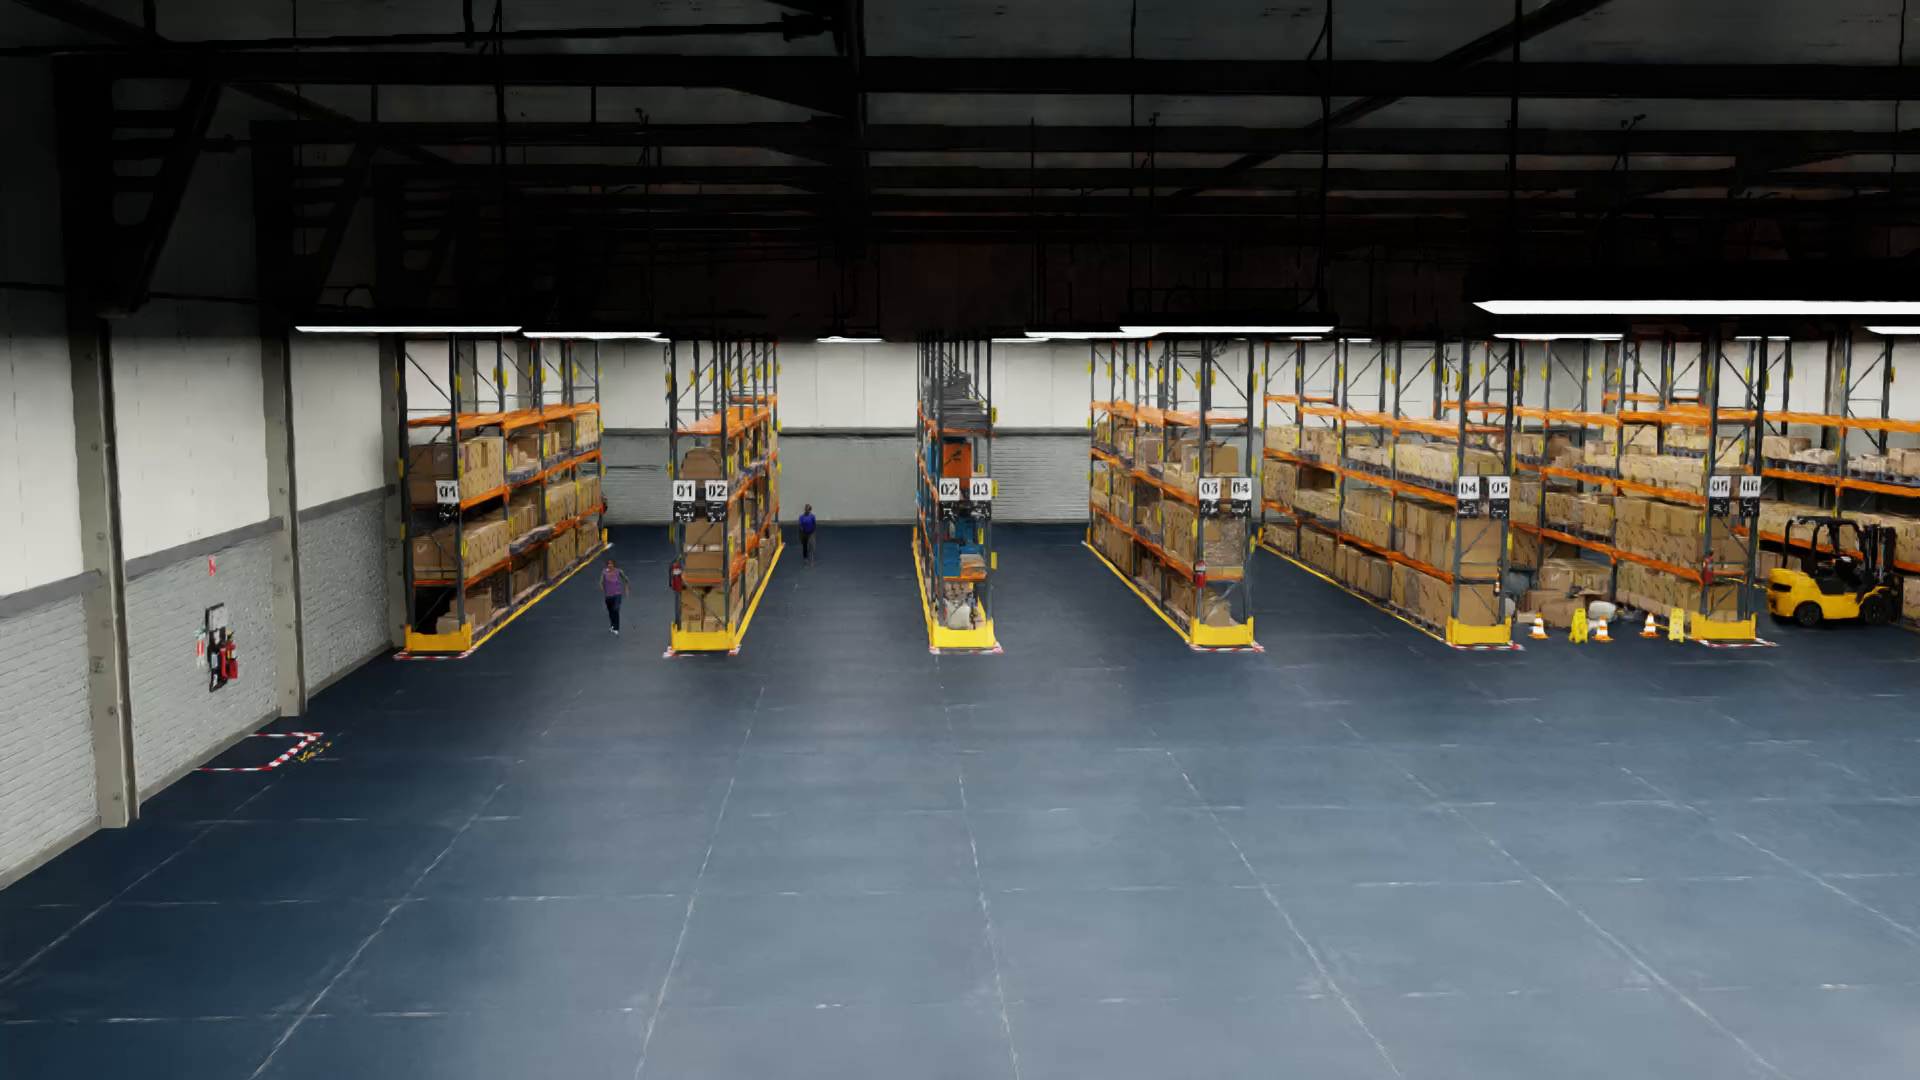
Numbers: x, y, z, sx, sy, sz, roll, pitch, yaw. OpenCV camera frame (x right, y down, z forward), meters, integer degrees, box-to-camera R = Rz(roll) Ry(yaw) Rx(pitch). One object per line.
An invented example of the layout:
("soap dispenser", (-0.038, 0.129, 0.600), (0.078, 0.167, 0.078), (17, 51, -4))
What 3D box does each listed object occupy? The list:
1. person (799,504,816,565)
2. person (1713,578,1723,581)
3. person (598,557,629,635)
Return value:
("person", (-3.954, -0.153, 43.099), (0.451, 1.572, 1.088), (-1, 7, -4))
("person", (16.574, 0.517, 36.548), (0.489, 1.787, 0.608), (3, 8, 27))
("person", (-6.872, 1.086, 32.951), (0.562, 1.530, 0.815), (0, 7, 3))
